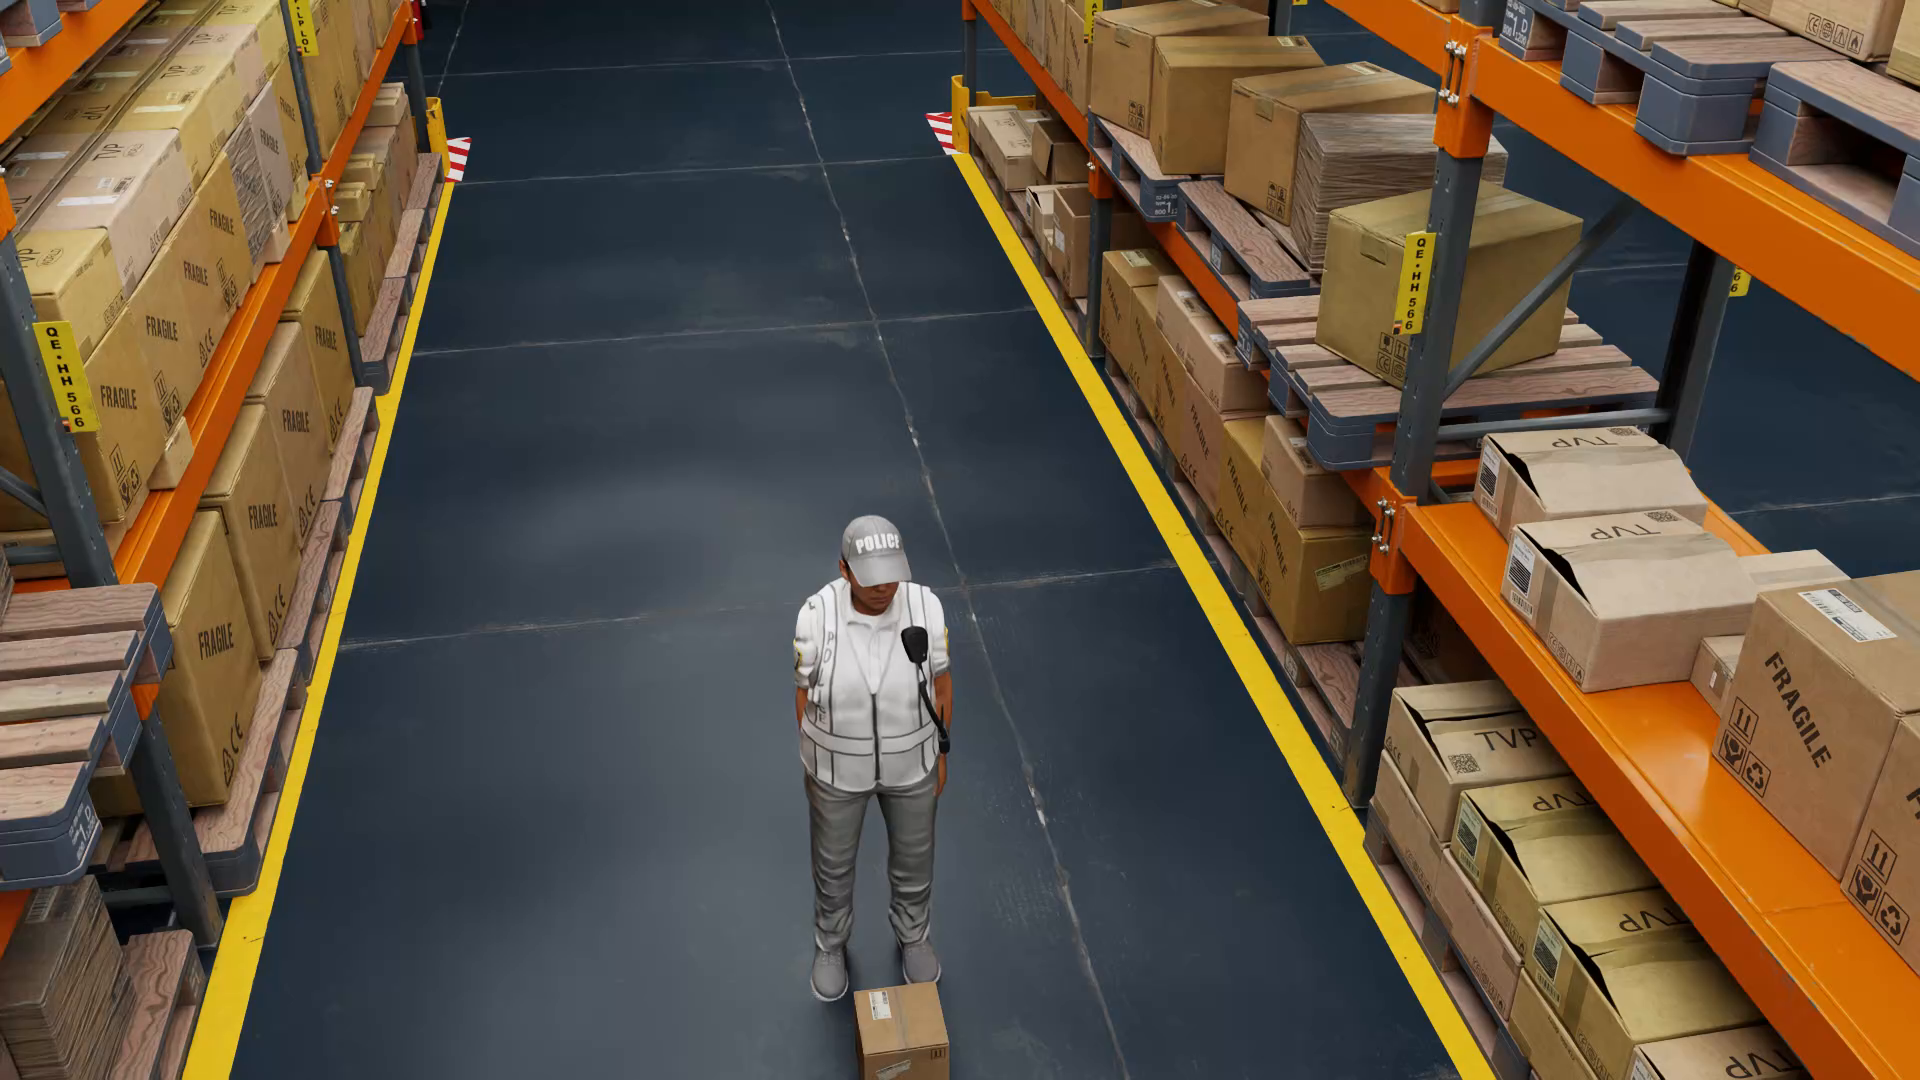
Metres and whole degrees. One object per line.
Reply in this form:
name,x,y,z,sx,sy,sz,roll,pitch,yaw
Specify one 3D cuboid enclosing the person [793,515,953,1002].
person,-0.253,0.676,5.012,0.481,1.676,0.390,-5,31,-8
